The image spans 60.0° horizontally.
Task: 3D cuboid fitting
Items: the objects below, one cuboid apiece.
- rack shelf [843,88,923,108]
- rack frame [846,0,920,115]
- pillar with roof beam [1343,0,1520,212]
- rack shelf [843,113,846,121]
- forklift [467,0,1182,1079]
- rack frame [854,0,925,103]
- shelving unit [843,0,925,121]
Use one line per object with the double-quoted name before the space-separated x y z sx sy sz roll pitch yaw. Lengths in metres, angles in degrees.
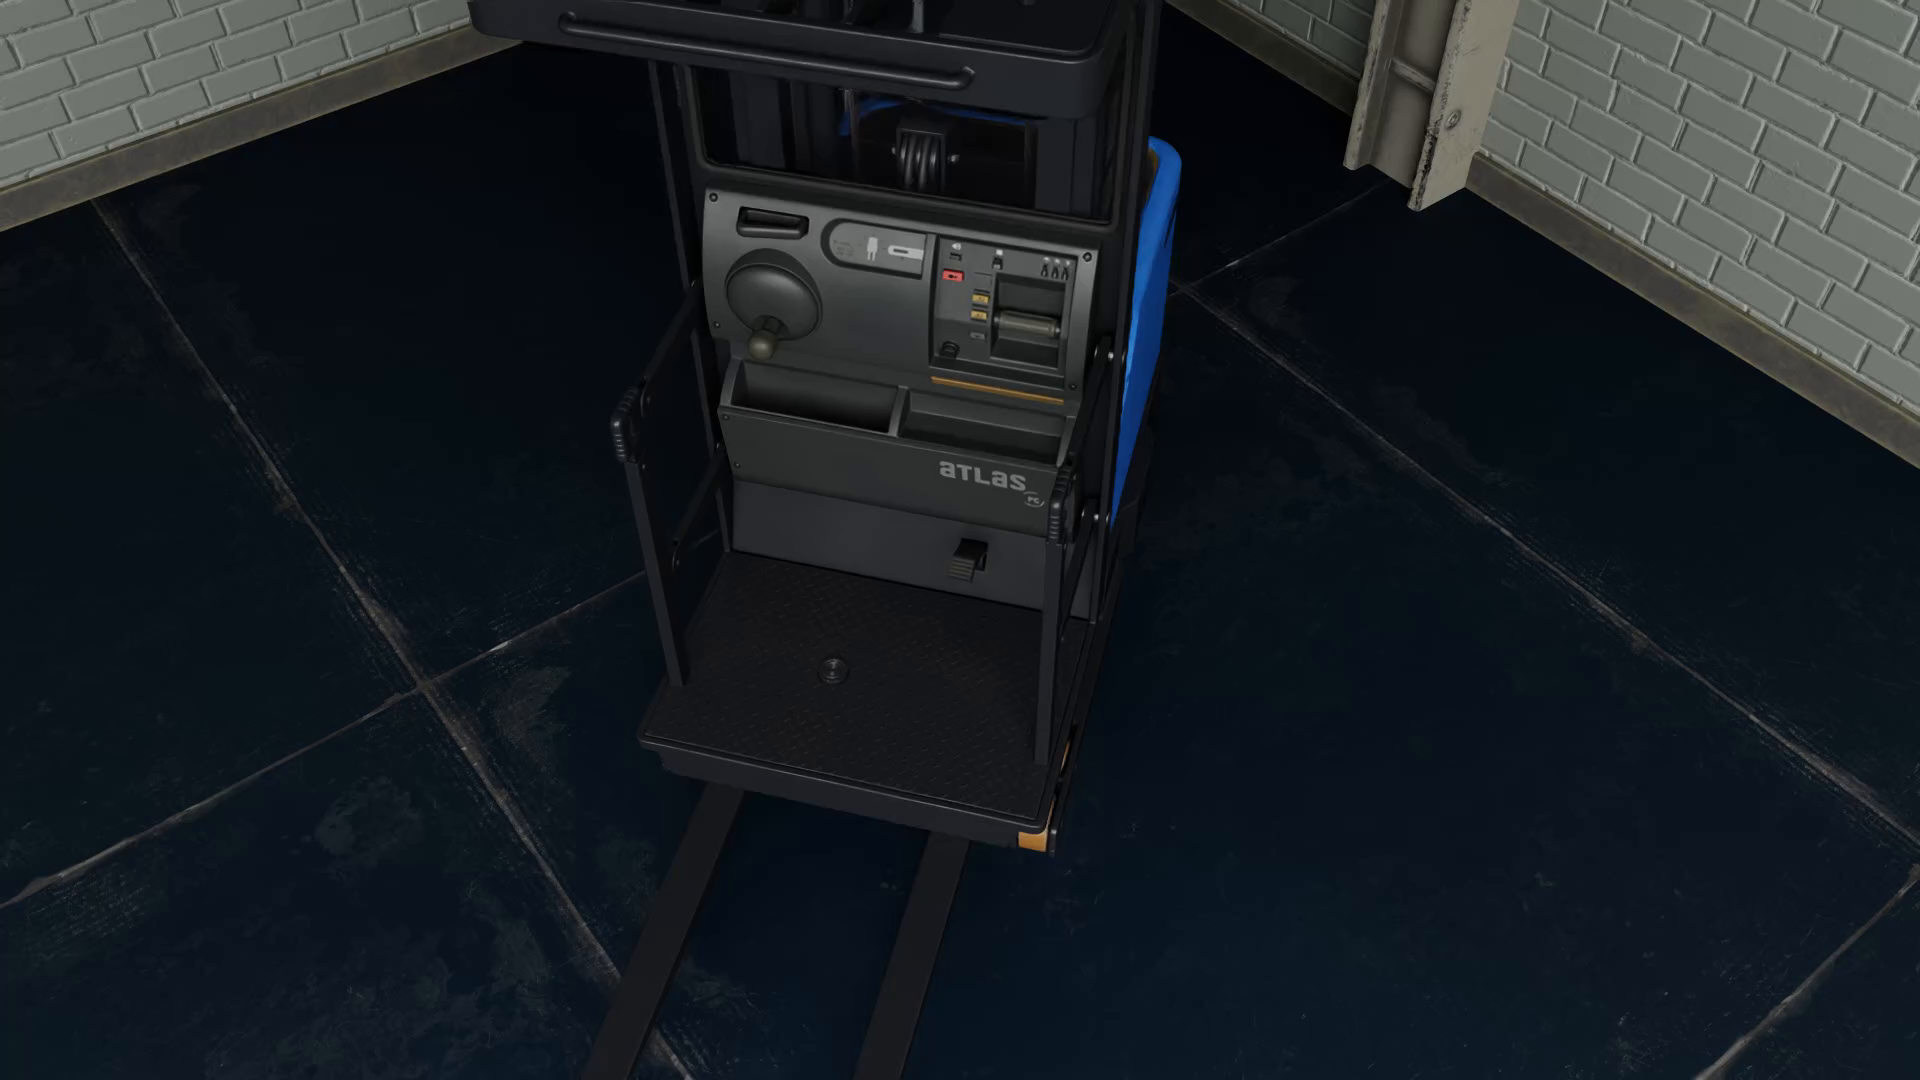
"rack shelf" -0.255 -1.517 5.635 0.258 0.103 0.180 3 17 3
"rack frame" -0.268 -1.303 5.605 0.240 1.200 0.006 3 17 3
"pillar with roof beam" -1.668 -2.537 1.476 9.100 9.000 0.400 -29 54 -24
"rack shelf" -0.259 -1.402 5.671 0.258 0.103 0.180 3 17 3
"forklift" -0.200 -0.471 3.699 1.130 2.935 3.031 11 49 10
"rack frame" -0.256 -1.357 5.780 0.240 1.200 0.006 3 17 3
"shelving unit" -0.262 -1.330 5.693 0.258 1.200 0.189 3 17 3
